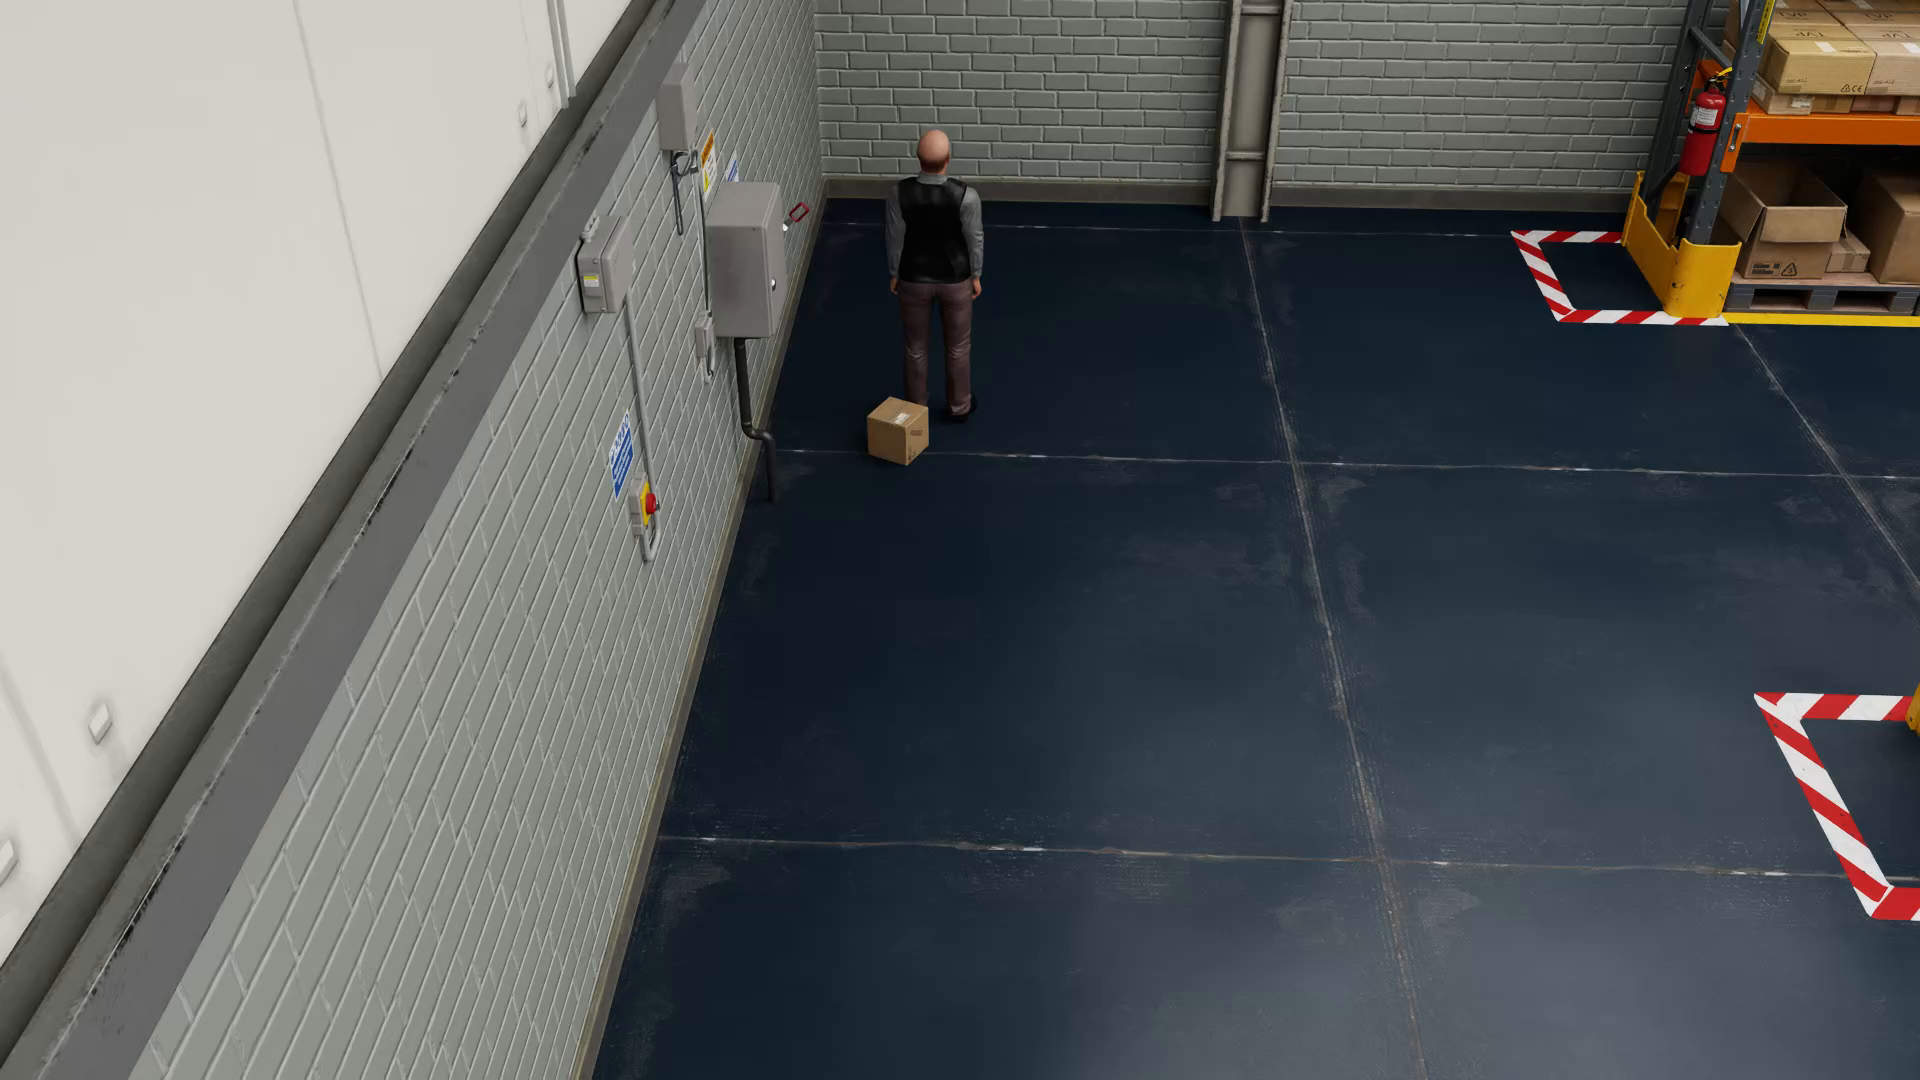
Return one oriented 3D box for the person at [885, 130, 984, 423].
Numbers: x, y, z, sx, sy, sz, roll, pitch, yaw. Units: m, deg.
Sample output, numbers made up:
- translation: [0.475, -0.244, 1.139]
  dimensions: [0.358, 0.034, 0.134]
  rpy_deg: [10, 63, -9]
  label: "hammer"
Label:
- translation: [-0.133, -1.441, 9.157]
  dimensions: [0.532, 1.724, 0.369]
  rpy_deg: [3, 36, 4]
  label: "person"
